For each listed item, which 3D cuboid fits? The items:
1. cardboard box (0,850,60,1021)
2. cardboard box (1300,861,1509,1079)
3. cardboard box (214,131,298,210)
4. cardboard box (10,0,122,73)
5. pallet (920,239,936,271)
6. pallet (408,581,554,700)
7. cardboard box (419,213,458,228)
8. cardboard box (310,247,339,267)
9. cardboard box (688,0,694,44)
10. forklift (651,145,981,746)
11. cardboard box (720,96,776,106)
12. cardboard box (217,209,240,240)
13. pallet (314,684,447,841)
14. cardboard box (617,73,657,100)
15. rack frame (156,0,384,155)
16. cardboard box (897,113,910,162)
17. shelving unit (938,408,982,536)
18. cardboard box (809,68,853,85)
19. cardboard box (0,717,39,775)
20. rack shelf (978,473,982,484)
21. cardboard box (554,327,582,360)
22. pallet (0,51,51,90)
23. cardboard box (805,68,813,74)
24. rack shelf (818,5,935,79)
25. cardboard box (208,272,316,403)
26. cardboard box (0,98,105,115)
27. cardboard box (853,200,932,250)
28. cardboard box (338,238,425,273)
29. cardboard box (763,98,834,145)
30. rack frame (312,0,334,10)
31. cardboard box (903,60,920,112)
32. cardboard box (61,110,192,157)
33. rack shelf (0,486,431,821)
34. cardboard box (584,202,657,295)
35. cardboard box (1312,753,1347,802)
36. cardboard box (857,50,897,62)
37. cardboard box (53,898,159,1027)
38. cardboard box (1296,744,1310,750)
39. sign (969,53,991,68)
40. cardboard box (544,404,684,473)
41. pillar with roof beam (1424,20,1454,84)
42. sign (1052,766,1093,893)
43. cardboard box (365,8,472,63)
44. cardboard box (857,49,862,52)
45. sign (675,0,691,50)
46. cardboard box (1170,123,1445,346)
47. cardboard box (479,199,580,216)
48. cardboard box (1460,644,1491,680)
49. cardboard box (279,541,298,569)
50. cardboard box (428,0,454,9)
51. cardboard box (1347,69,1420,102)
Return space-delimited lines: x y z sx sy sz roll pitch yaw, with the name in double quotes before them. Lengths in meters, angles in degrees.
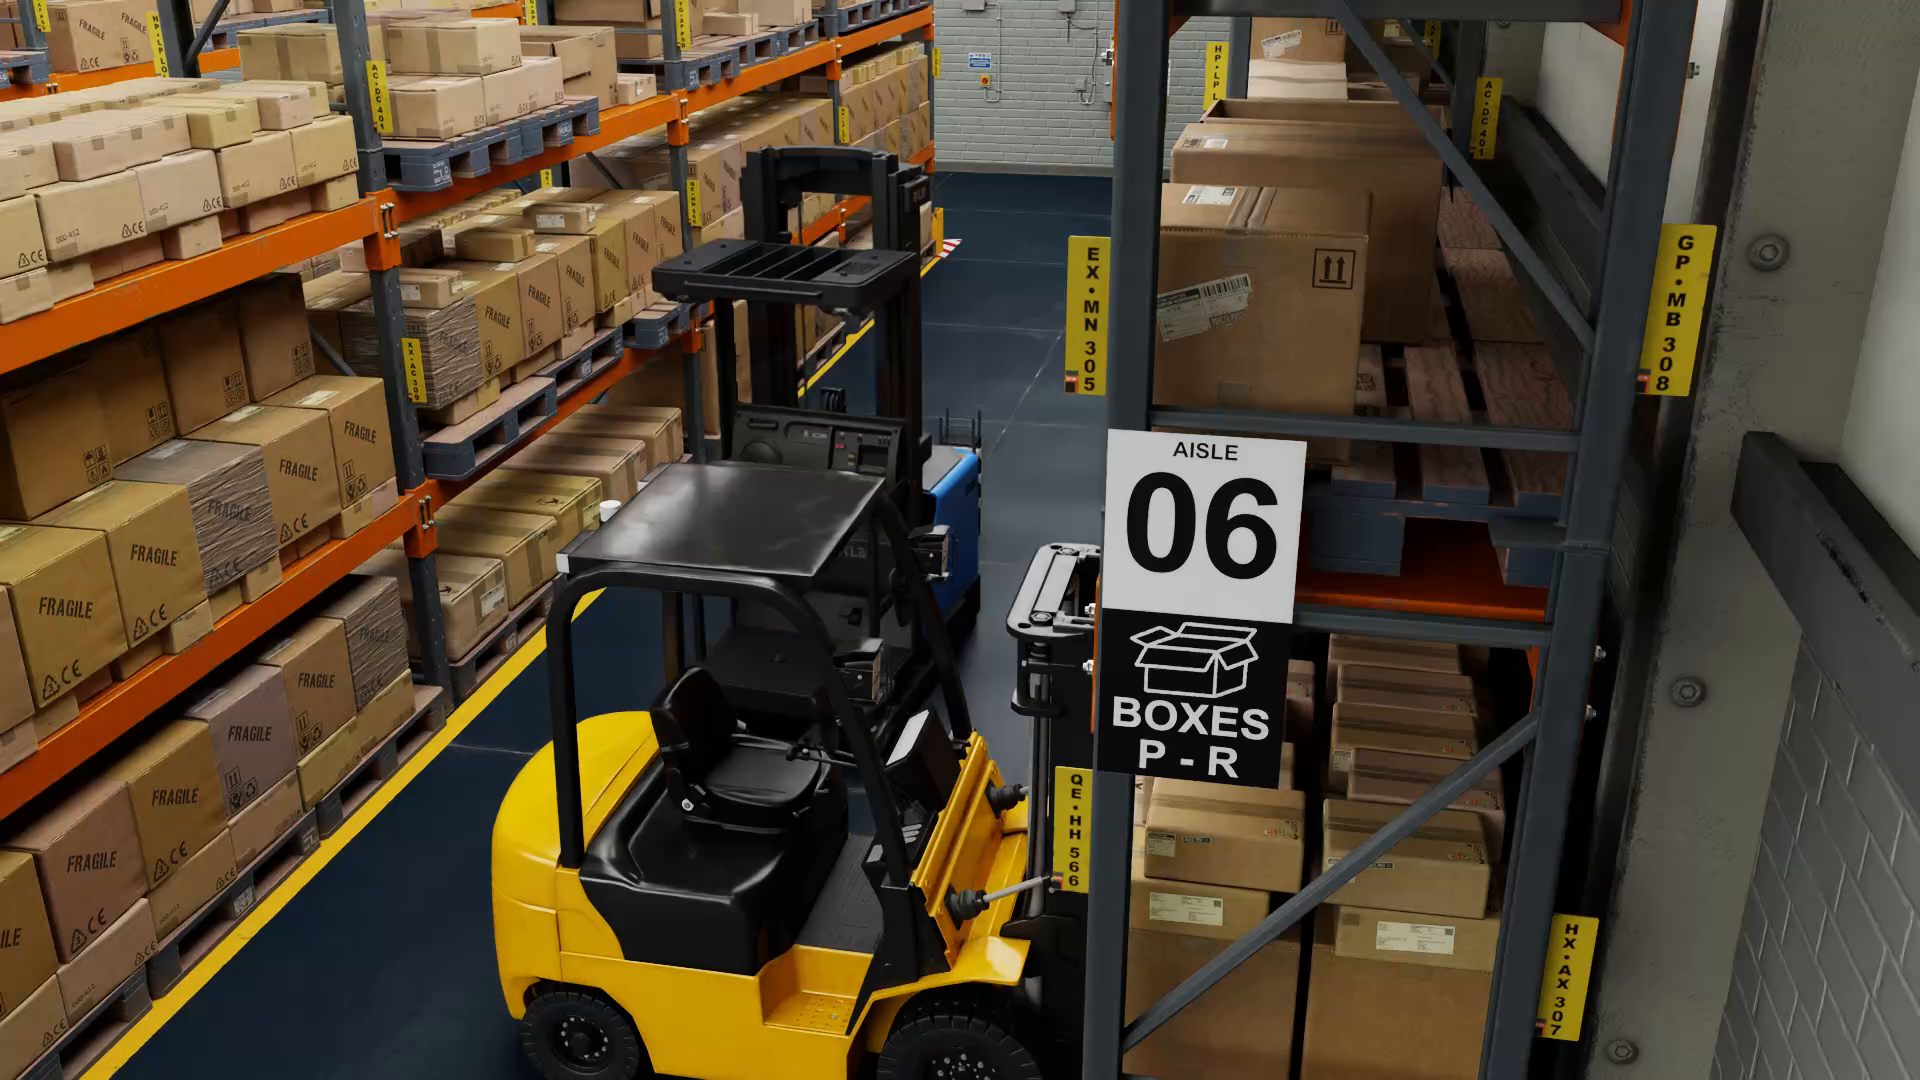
"cardboard box" -3.627 1.434 5.893 0.500 0.500 0.500 4 22 9
"cardboard box" 1.166 1.154 4.338 0.500 0.500 0.500 5 23 13
"cardboard box" -3.179 -1.572 7.030 0.500 0.250 0.500 4 22 10
"cardboard box" -6.924 -3.909 12.895 0.500 0.500 0.500 4 22 11
"pallet" -0.888 -3.276 19.205 1.003 0.211 1.213 4 22 11
"pallet" -3.093 0.529 9.757 1.003 0.211 1.213 4 22 11
"cardboard box" -5.867 -3.574 18.669 0.380 0.149 0.250 5 22 11
"cardboard box" -6.389 -2.837 16.162 0.500 0.250 0.500 4 22 9
"cardboard box" -2.418 -3.951 12.438 0.700 0.500 0.500 3 22 8
"forklift" -0.820 -0.427 8.490 1.130 2.935 3.031 7 23 17
"cardboard box" -1.989 -3.776 15.242 0.500 0.500 0.500 5 22 12
"cardboard box" -3.280 -1.345 7.000 0.380 0.149 0.250 4 22 9
"pallet" -3.353 1.063 8.433 1.003 0.211 1.213 4 22 11
"cardboard box" -2.293 -3.086 11.321 0.380 0.149 0.250 4 22 11
"rack frame" -3.250 -3.262 7.408 1.000 3.000 0.127 4 22 11
"cardboard box" -0.853 -4.346 17.997 0.500 0.500 0.500 5 22 12
"shelving unit" 0.002 -0.420 11.193 0.258 0.900 0.210 4 22 11
"cardboard box" -1.252 -4.503 16.180 0.380 0.149 0.250 4 22 10
"cardboard box" -3.527 0.718 5.891 0.380 0.149 0.250 5 22 12
"rack shelf" 0.002 -0.389 11.205 0.258 0.077 0.200 4 22 11
"cardboard box" -2.535 -1.210 10.117 0.380 0.149 0.250 5 23 13
"pallet" -7.380 -3.347 11.886 1.213 0.211 1.003 6 23 13
"cardboard box" -1.646 -4.532 16.250 0.380 0.149 0.250 4 22 11
"rack shelf" -1.210 -5.194 17.183 1.077 0.370 4.000 4 22 11
"cardboard box" -3.552 -0.983 7.909 0.700 0.500 0.500 4 22 10
"cardboard box" -3.801 -1.746 6.928 0.380 0.149 0.250 4 22 11
"cardboard box" -0.838 -3.625 19.207 0.875 0.438 0.875 4 22 9
"cardboard box" -3.249 -1.598 9.345 0.380 0.149 0.250 4 22 9
"cardboard box" -1.463 -3.733 15.134 0.500 0.500 0.500 5 23 13
"rack frame" -6.484 -6.528 15.517 1.000 3.000 0.127 4 22 11
"cardboard box" -0.745 -4.990 18.257 0.500 0.500 0.500 5 22 11
"cardboard box" -3.299 -1.609 6.588 0.380 0.149 0.250 4 22 10
"rack shelf" -3.658 0.586 6.847 1.077 0.370 4.000 4 22 11
"cardboard box" -2.349 -1.944 11.071 0.500 0.500 0.500 4 22 10
"cardboard box" 1.163 0.722 4.544 0.380 0.149 0.250 4 22 10
"cardboard box" -0.892 -5.158 17.804 0.380 0.149 0.250 4 22 10
"cardboard box" -3.520 1.604 6.473 0.500 0.250 0.500 5 23 13
"cardboard box" 0.856 0.738 5.373 0.500 0.500 0.500 4 22 10
"sign" 0.291 -7.083 24.564 0.327 0.218 0.001 4 22 11
"cardboard box" -2.559 -0.712 12.062 0.950 0.372 0.625 3 22 7
"pillar with roof beam" 0.052 -6.325 15.013 9.100 9.000 0.400 4 22 11
"sign" 0.265 0.667 3.815 0.100 0.325 0.005 4 22 11
"cardboard box" -3.070 -2.824 9.305 0.500 0.250 0.500 5 22 12
"cardboard box" -1.294 -5.383 18.363 0.380 0.149 0.250 5 23 13
"sign" -1.903 -3.531 11.399 0.100 0.325 0.005 4 22 11
"cardboard box" 0.952 -0.866 4.643 0.700 0.500 0.500 5 22 11
"cardboard box" -2.852 -1.983 11.169 0.500 0.500 0.500 6 23 14
"cardboard box" 1.442 0.302 5.188 0.380 0.149 0.250 4 22 10
"cardboard box" -3.256 0.049 7.552 0.380 0.149 0.250 4 22 10
"cardboard box" -5.803 -5.780 17.876 0.500 0.250 0.500 5 23 13
"cardboard box" 2.302 -2.472 9.077 0.380 0.166 0.250 4 22 11
